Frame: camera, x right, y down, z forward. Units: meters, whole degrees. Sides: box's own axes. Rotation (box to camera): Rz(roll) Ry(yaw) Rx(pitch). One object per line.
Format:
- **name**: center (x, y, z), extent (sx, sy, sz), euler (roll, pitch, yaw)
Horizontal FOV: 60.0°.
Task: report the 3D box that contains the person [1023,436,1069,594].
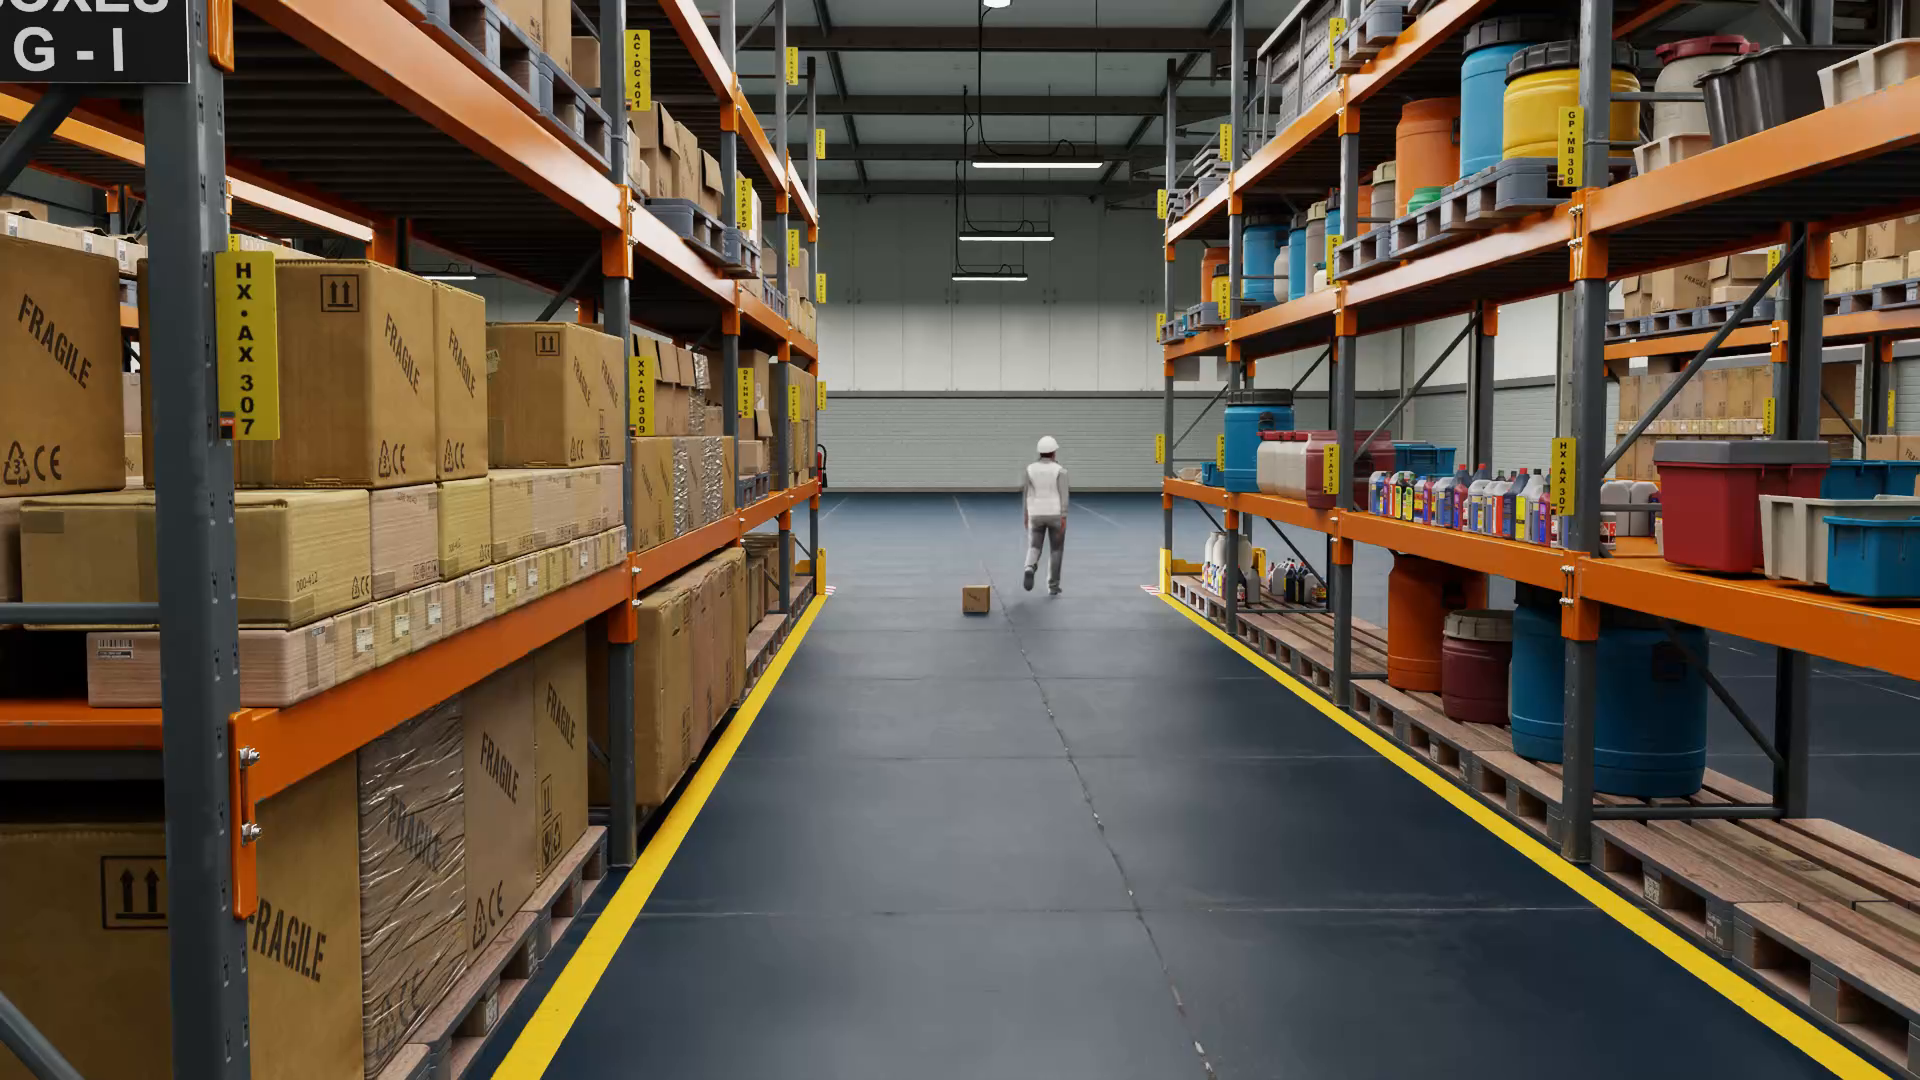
- **person**: center (0.948, -0.270, 18.388), extent (0.534, 1.755, 0.704), euler (1, 4, 17)
